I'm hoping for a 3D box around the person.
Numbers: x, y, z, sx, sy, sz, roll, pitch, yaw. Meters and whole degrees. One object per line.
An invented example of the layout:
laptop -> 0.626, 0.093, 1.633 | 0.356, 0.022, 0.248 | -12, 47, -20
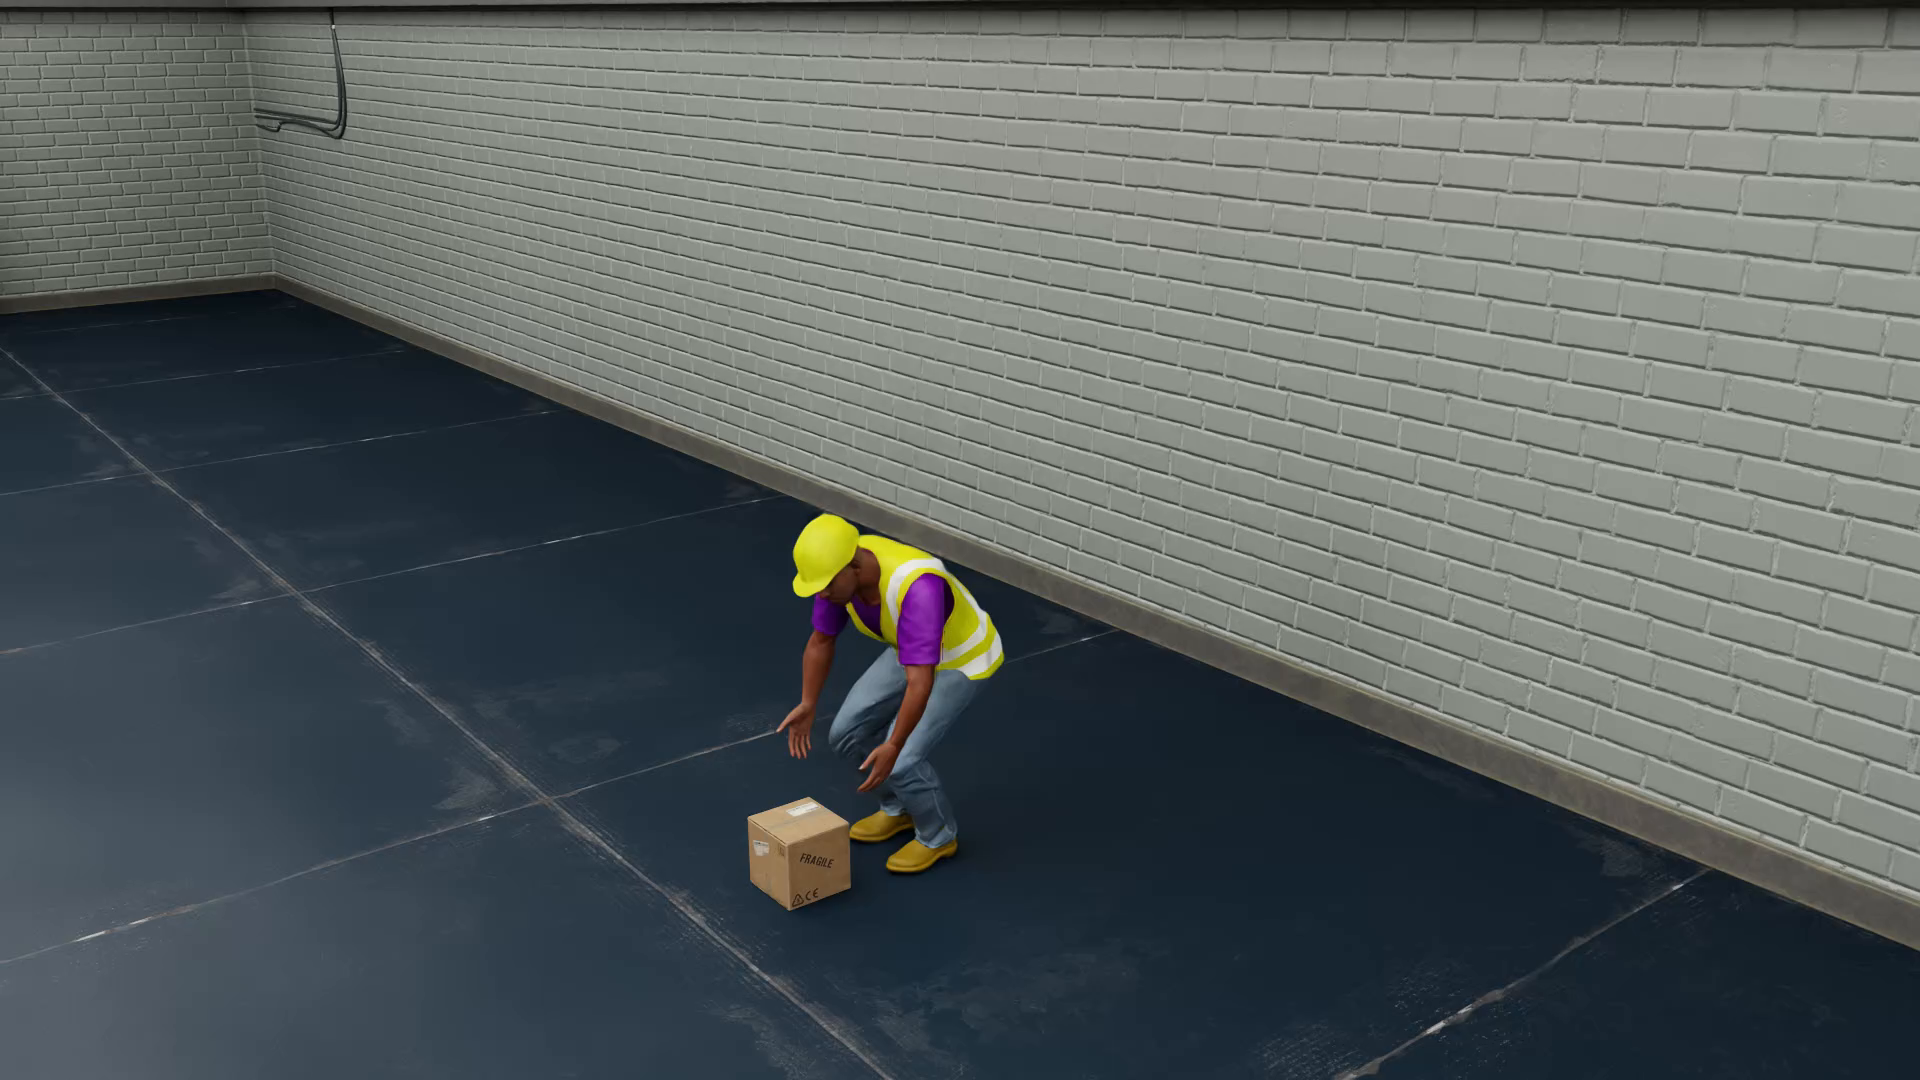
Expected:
person -> -0.210, 0.493, 5.706 | 0.805, 1.313, 0.629 | -13, 22, -36
